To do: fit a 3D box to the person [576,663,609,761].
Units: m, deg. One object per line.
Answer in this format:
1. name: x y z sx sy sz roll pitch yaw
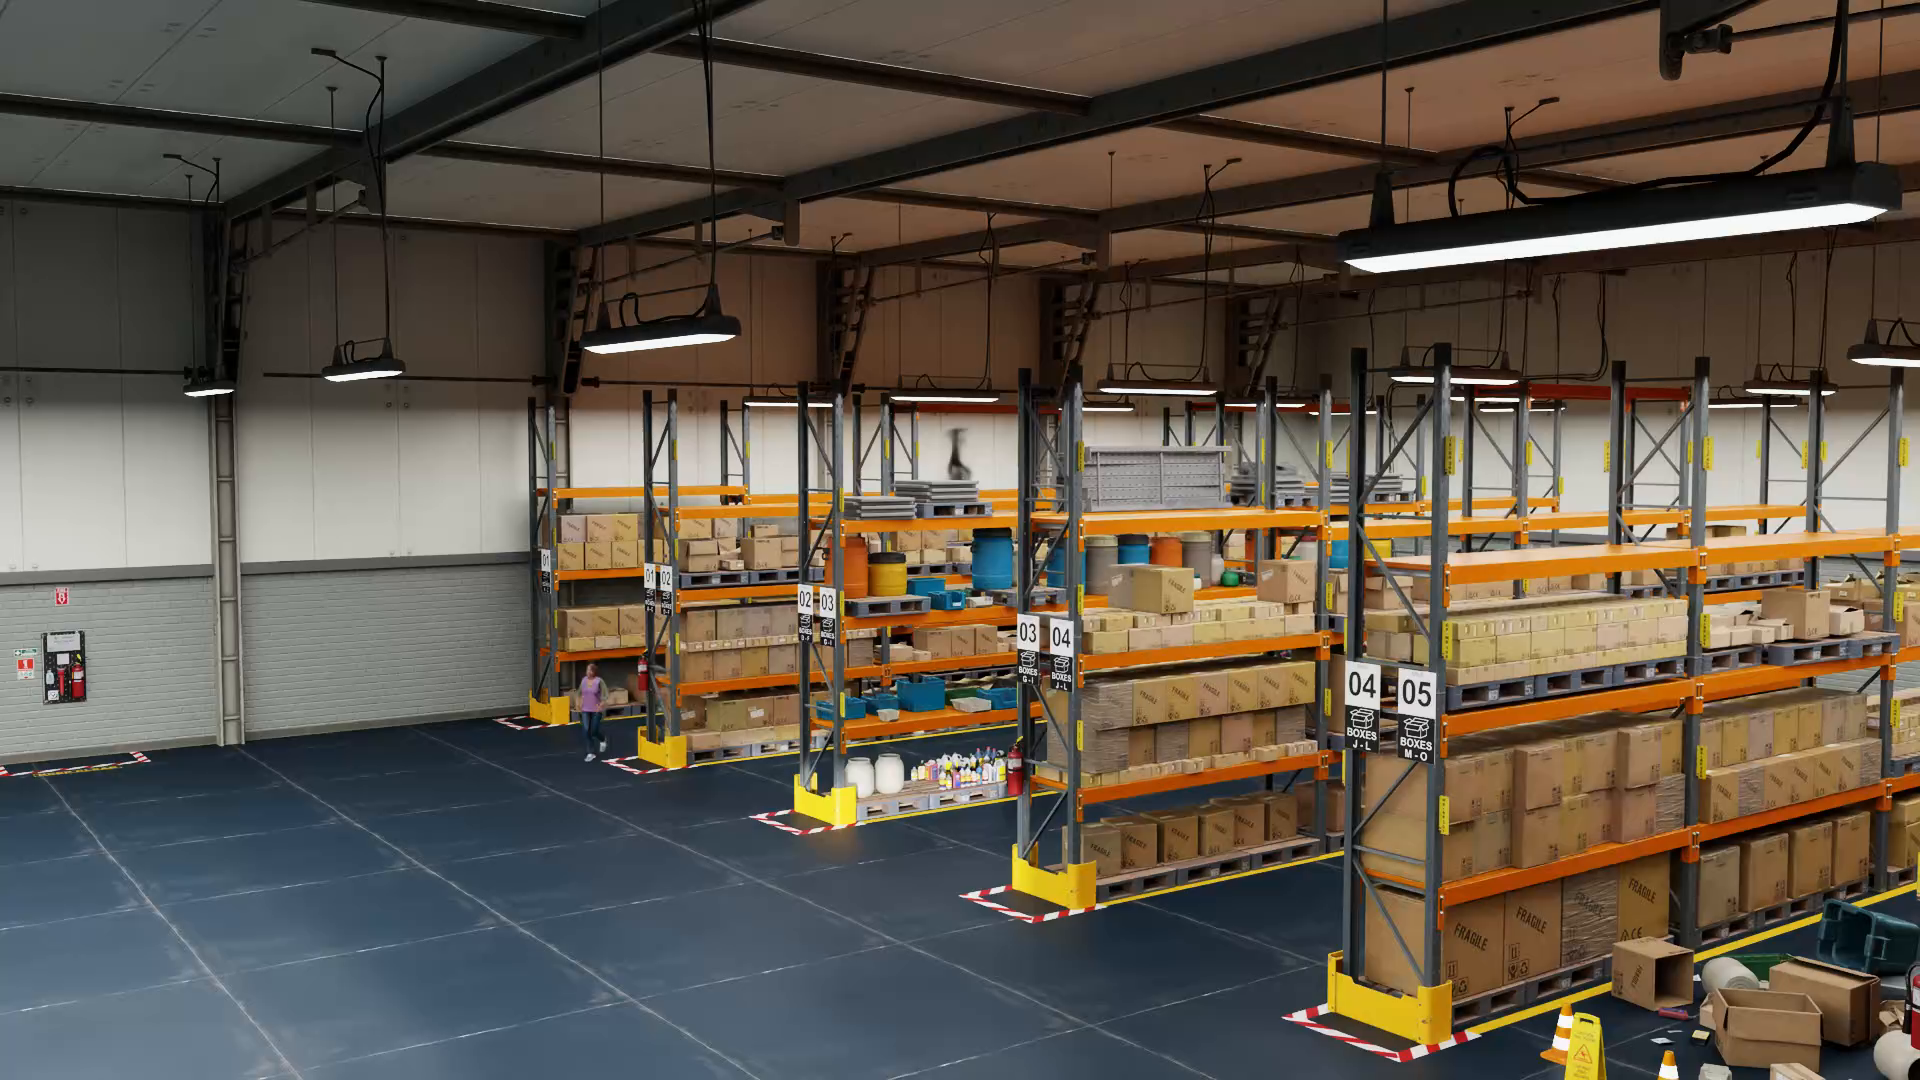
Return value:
1. person: -5.995 2.788 27.130 0.563 1.576 0.571 1 3 9
